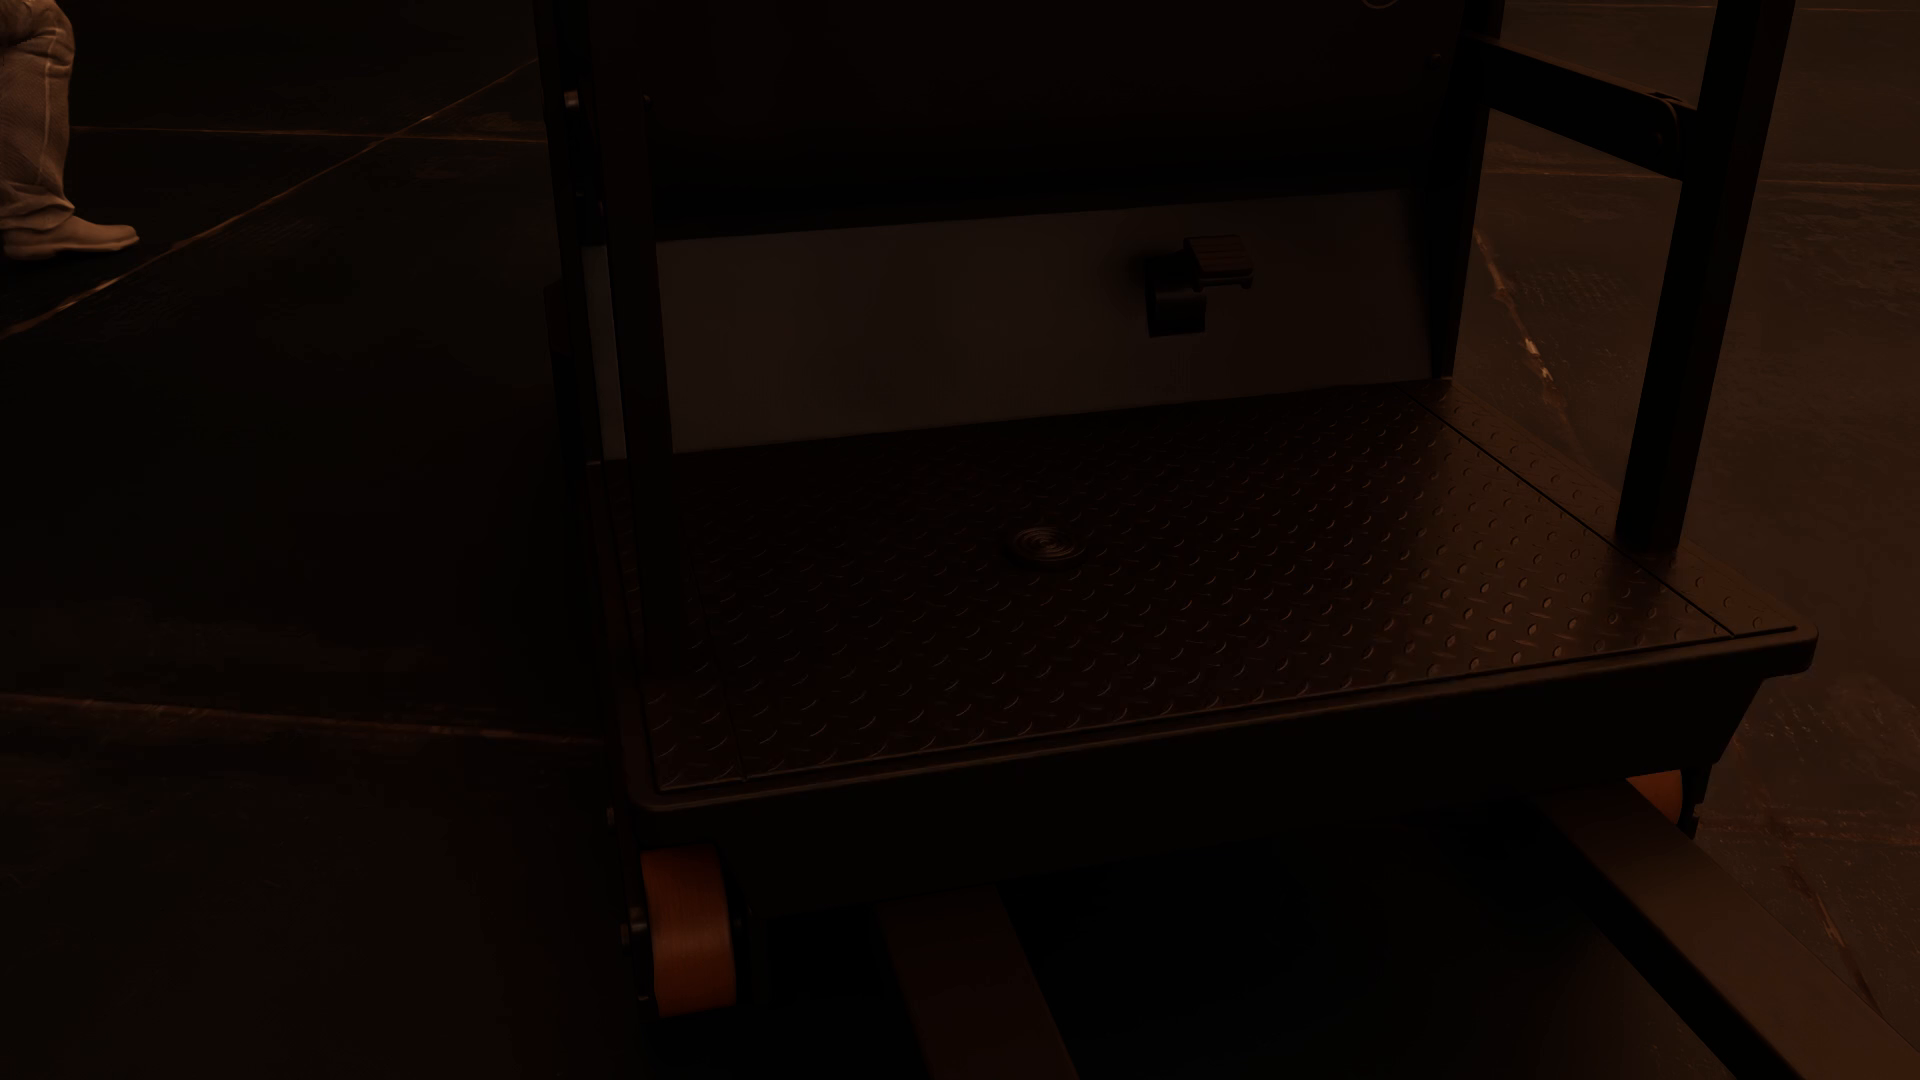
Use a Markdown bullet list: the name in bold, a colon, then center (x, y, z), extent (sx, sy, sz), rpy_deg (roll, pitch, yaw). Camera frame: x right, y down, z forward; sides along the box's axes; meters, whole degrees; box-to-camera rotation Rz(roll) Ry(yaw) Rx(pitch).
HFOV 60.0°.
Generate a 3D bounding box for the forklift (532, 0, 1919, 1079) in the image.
- **forklift**: center (0.153, -1.049, 1.319), extent (1.130, 2.935, 3.031), rpy_deg (-7, 27, -13)

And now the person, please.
- **person**: center (-1.994, -1.302, 3.462), extent (0.850, 1.481, 1.100), rpy_deg (17, 31, 30)
